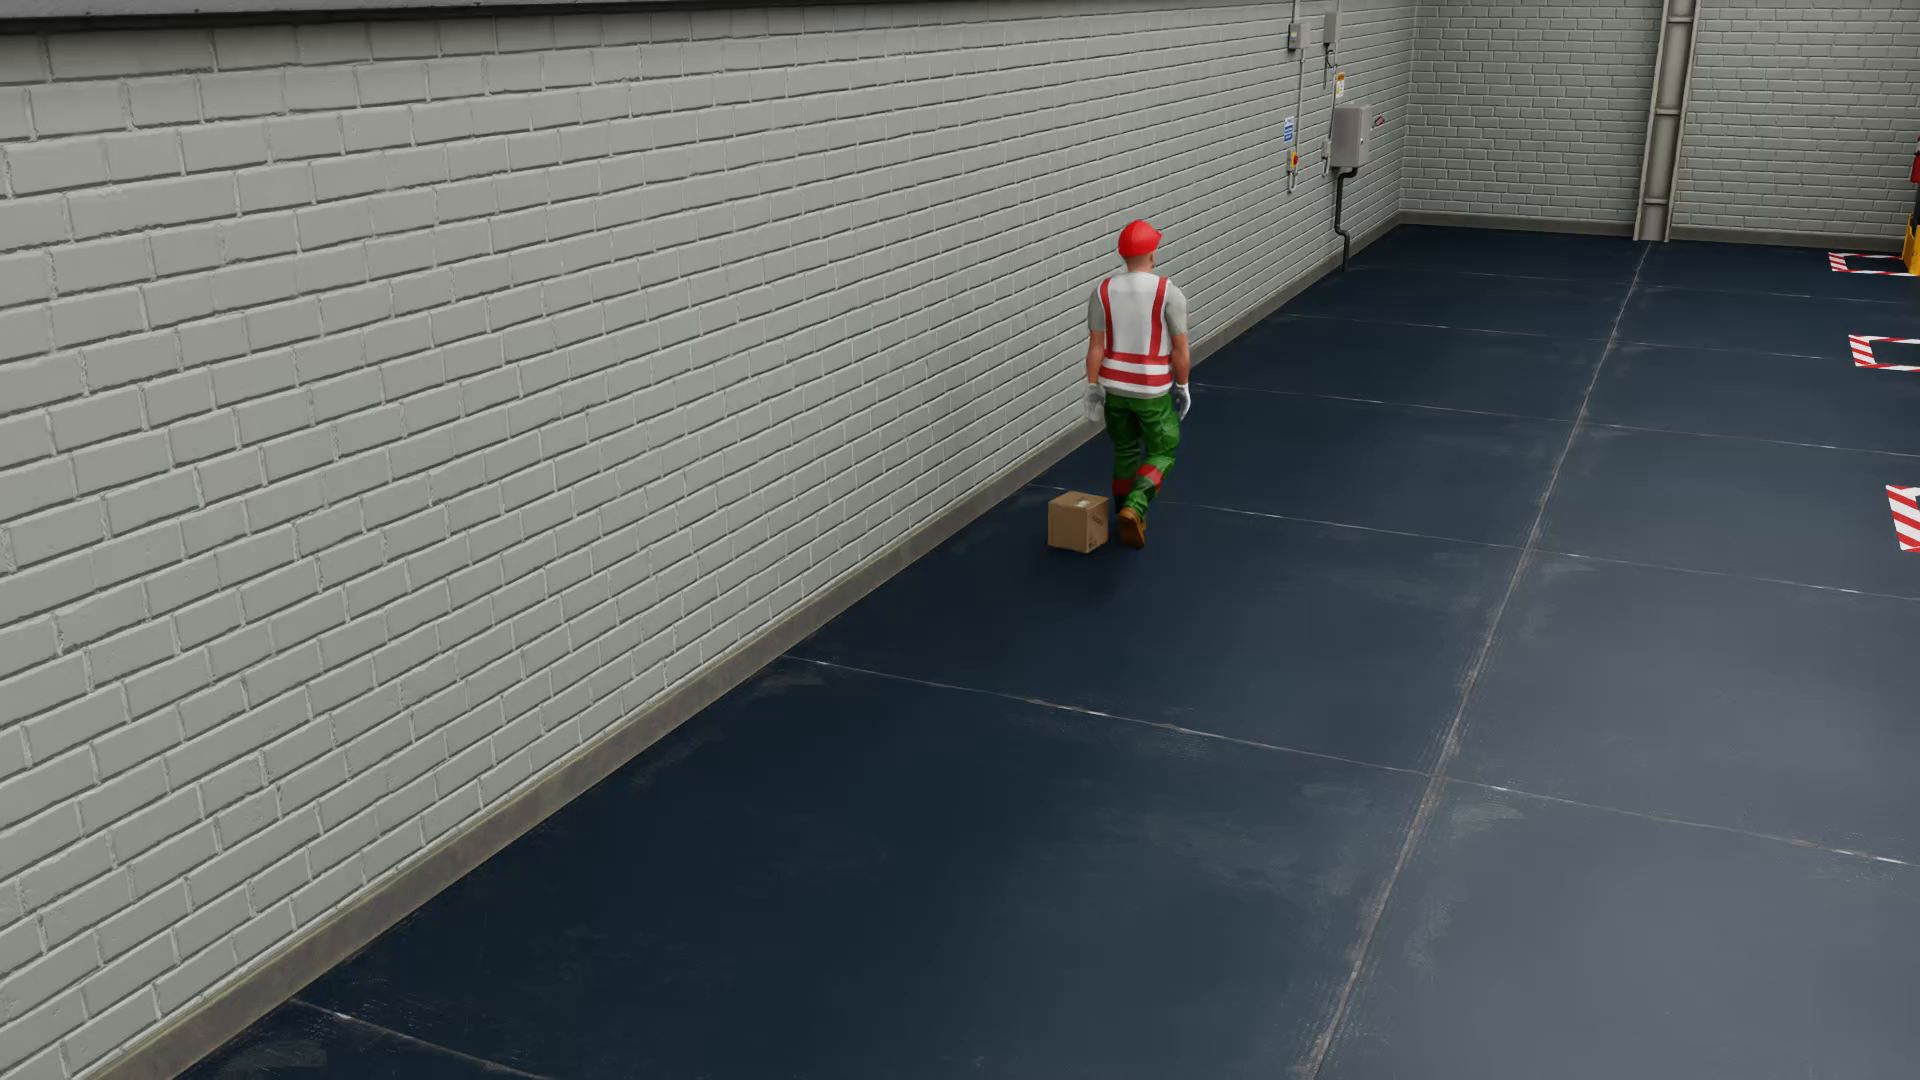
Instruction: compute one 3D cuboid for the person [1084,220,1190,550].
[{"bbox_3d":[0.926,-0.792,8.802,0.552,1.769,0.759,8,20,22],"label":"person"}]
